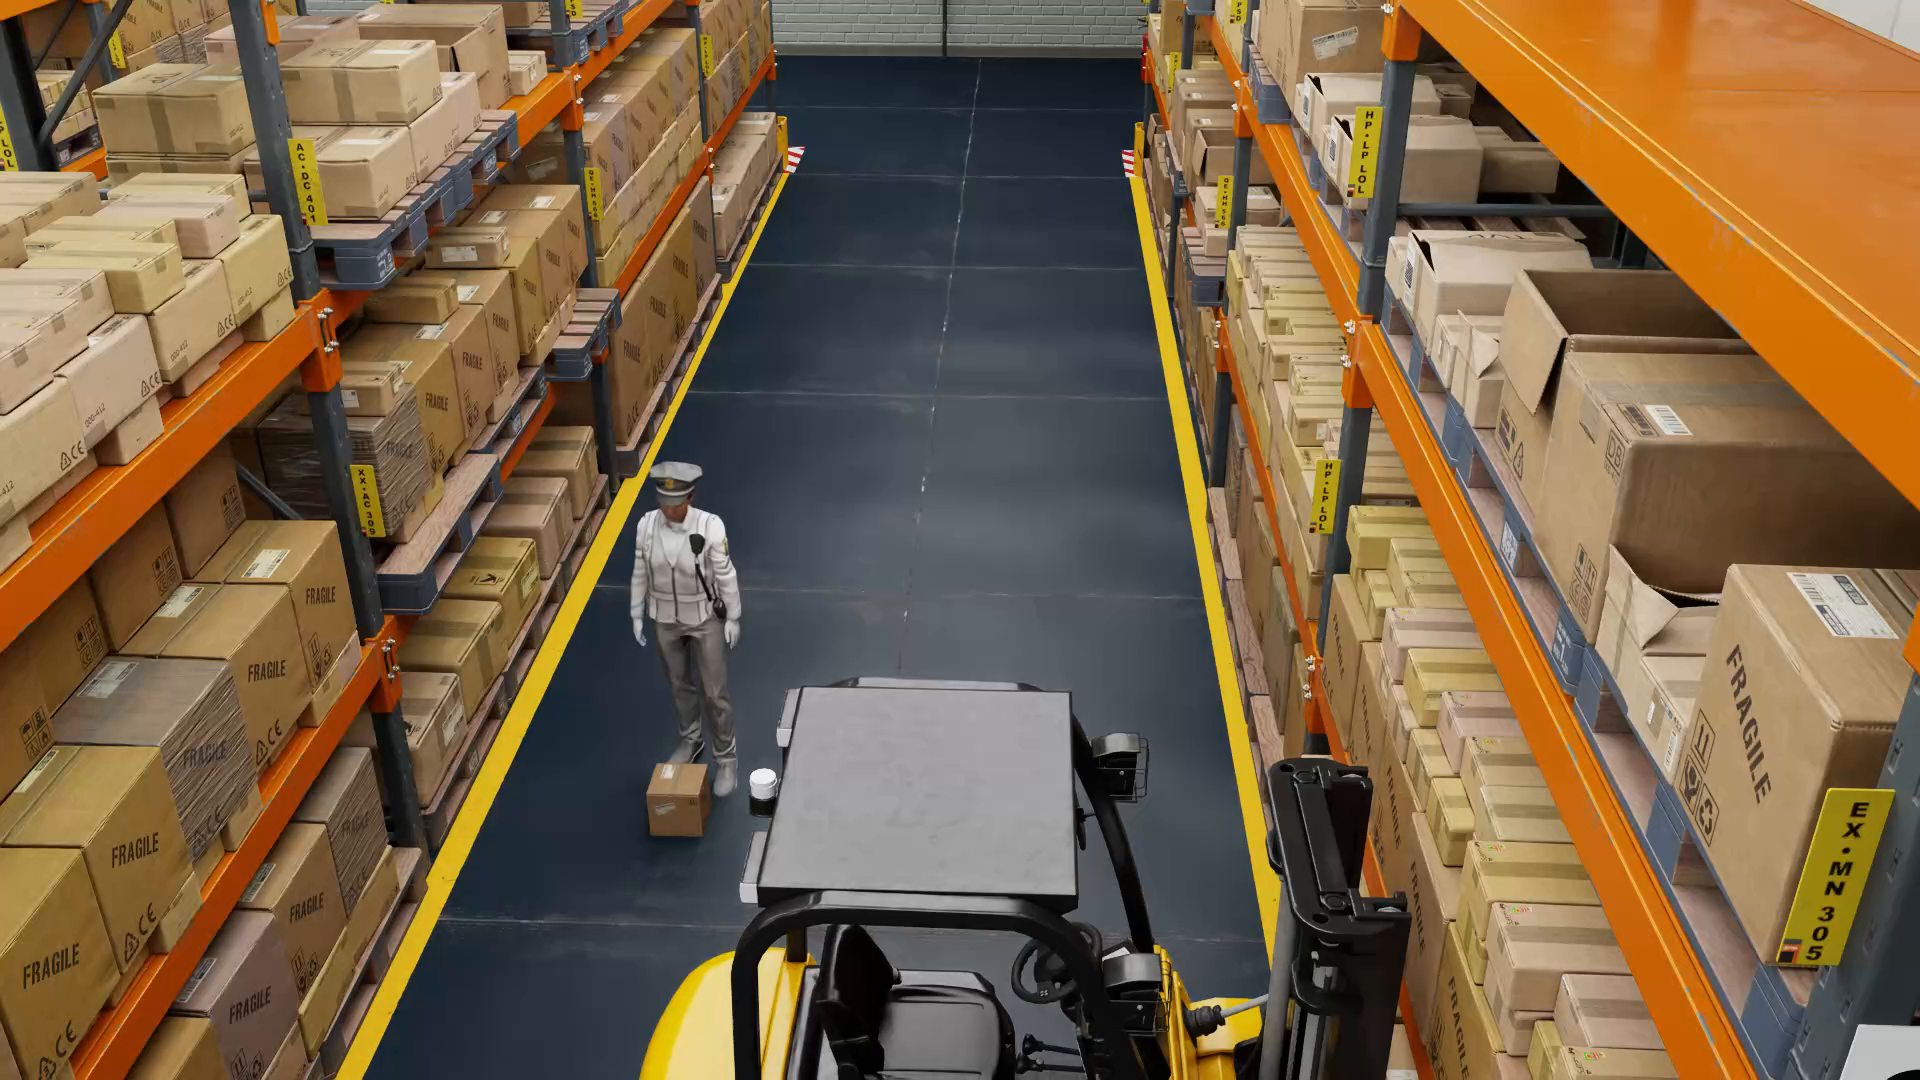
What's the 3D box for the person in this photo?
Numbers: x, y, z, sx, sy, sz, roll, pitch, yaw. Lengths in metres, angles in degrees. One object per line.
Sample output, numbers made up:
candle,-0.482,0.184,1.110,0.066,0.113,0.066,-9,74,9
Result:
person,-1.354,0.431,8.039,0.528,1.694,0.443,4,28,8
